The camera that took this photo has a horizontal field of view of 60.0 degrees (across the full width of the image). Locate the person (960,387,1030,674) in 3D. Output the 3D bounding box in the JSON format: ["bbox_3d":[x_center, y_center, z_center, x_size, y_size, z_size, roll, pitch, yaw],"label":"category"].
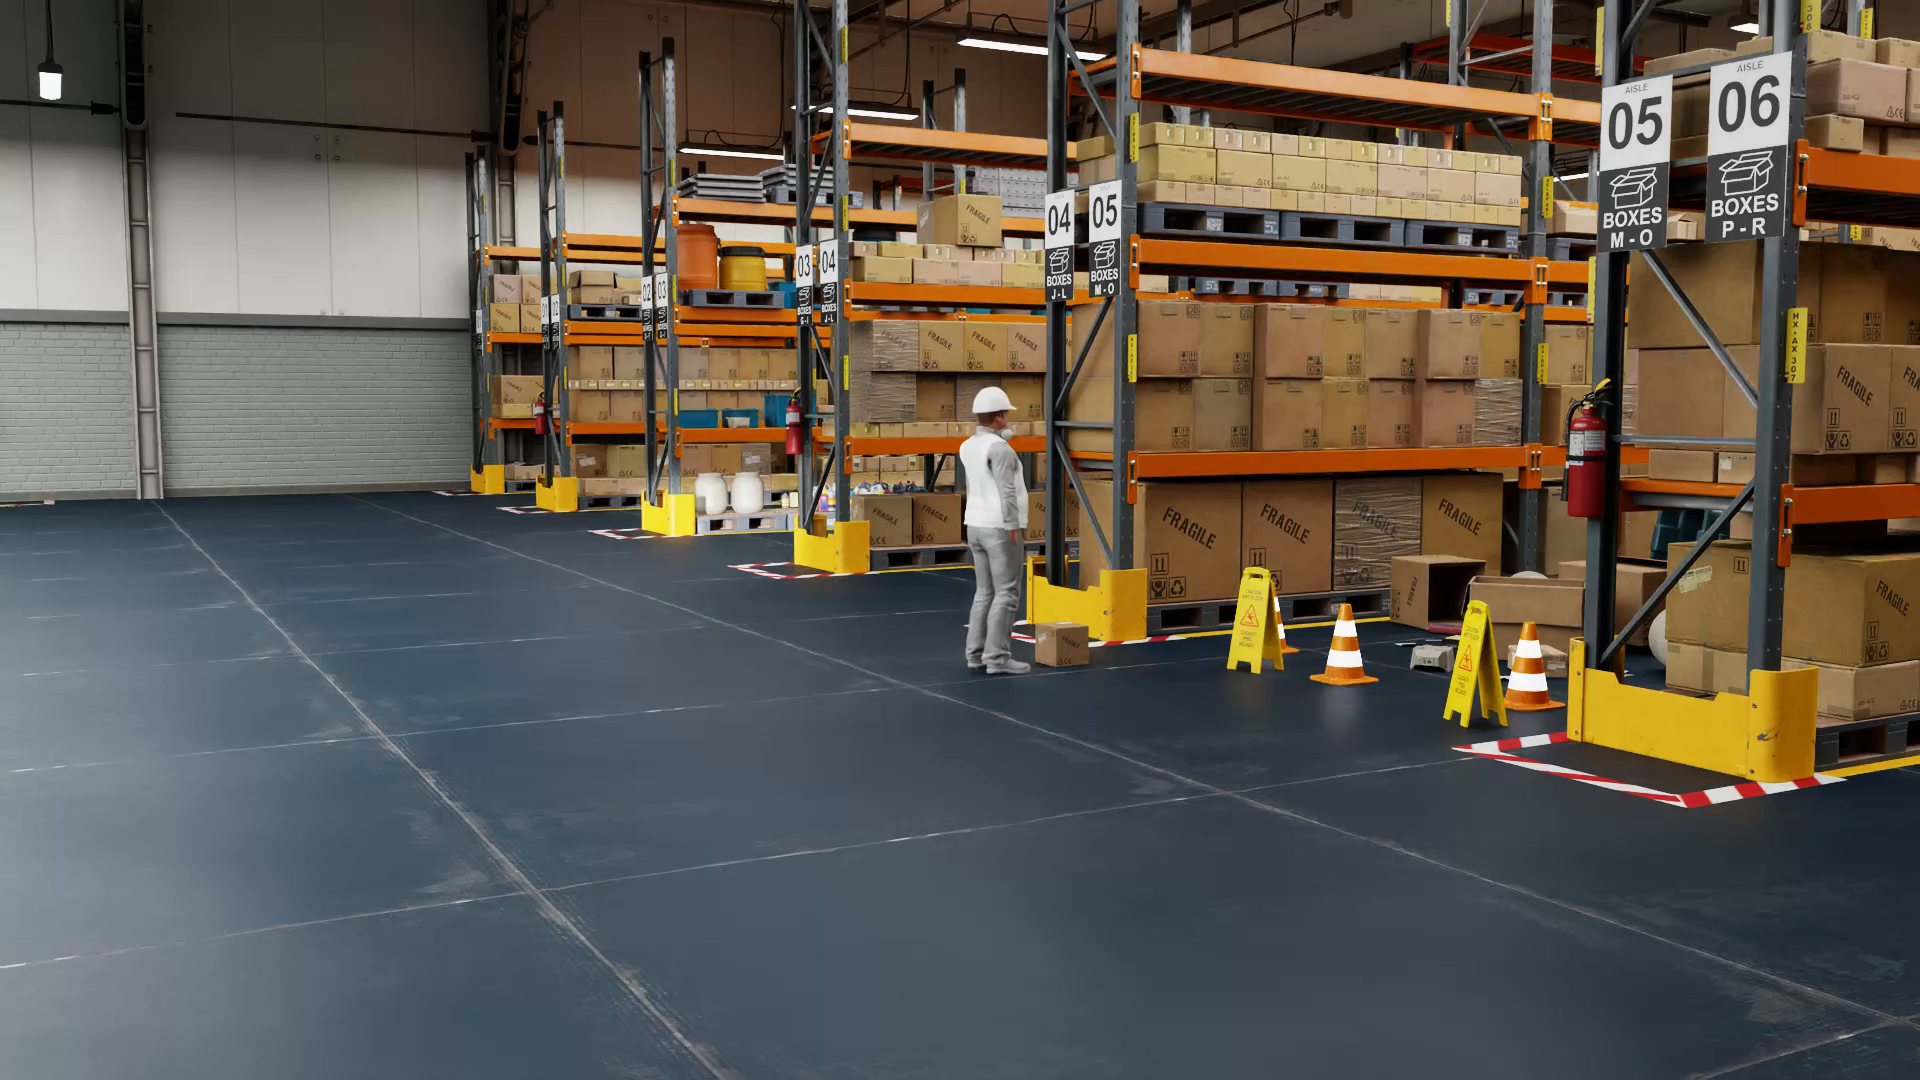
[{"bbox_3d":[0.220,-0.066,10.403,0.360,1.768,0.532,-3,6,-27],"label":"person"}]
